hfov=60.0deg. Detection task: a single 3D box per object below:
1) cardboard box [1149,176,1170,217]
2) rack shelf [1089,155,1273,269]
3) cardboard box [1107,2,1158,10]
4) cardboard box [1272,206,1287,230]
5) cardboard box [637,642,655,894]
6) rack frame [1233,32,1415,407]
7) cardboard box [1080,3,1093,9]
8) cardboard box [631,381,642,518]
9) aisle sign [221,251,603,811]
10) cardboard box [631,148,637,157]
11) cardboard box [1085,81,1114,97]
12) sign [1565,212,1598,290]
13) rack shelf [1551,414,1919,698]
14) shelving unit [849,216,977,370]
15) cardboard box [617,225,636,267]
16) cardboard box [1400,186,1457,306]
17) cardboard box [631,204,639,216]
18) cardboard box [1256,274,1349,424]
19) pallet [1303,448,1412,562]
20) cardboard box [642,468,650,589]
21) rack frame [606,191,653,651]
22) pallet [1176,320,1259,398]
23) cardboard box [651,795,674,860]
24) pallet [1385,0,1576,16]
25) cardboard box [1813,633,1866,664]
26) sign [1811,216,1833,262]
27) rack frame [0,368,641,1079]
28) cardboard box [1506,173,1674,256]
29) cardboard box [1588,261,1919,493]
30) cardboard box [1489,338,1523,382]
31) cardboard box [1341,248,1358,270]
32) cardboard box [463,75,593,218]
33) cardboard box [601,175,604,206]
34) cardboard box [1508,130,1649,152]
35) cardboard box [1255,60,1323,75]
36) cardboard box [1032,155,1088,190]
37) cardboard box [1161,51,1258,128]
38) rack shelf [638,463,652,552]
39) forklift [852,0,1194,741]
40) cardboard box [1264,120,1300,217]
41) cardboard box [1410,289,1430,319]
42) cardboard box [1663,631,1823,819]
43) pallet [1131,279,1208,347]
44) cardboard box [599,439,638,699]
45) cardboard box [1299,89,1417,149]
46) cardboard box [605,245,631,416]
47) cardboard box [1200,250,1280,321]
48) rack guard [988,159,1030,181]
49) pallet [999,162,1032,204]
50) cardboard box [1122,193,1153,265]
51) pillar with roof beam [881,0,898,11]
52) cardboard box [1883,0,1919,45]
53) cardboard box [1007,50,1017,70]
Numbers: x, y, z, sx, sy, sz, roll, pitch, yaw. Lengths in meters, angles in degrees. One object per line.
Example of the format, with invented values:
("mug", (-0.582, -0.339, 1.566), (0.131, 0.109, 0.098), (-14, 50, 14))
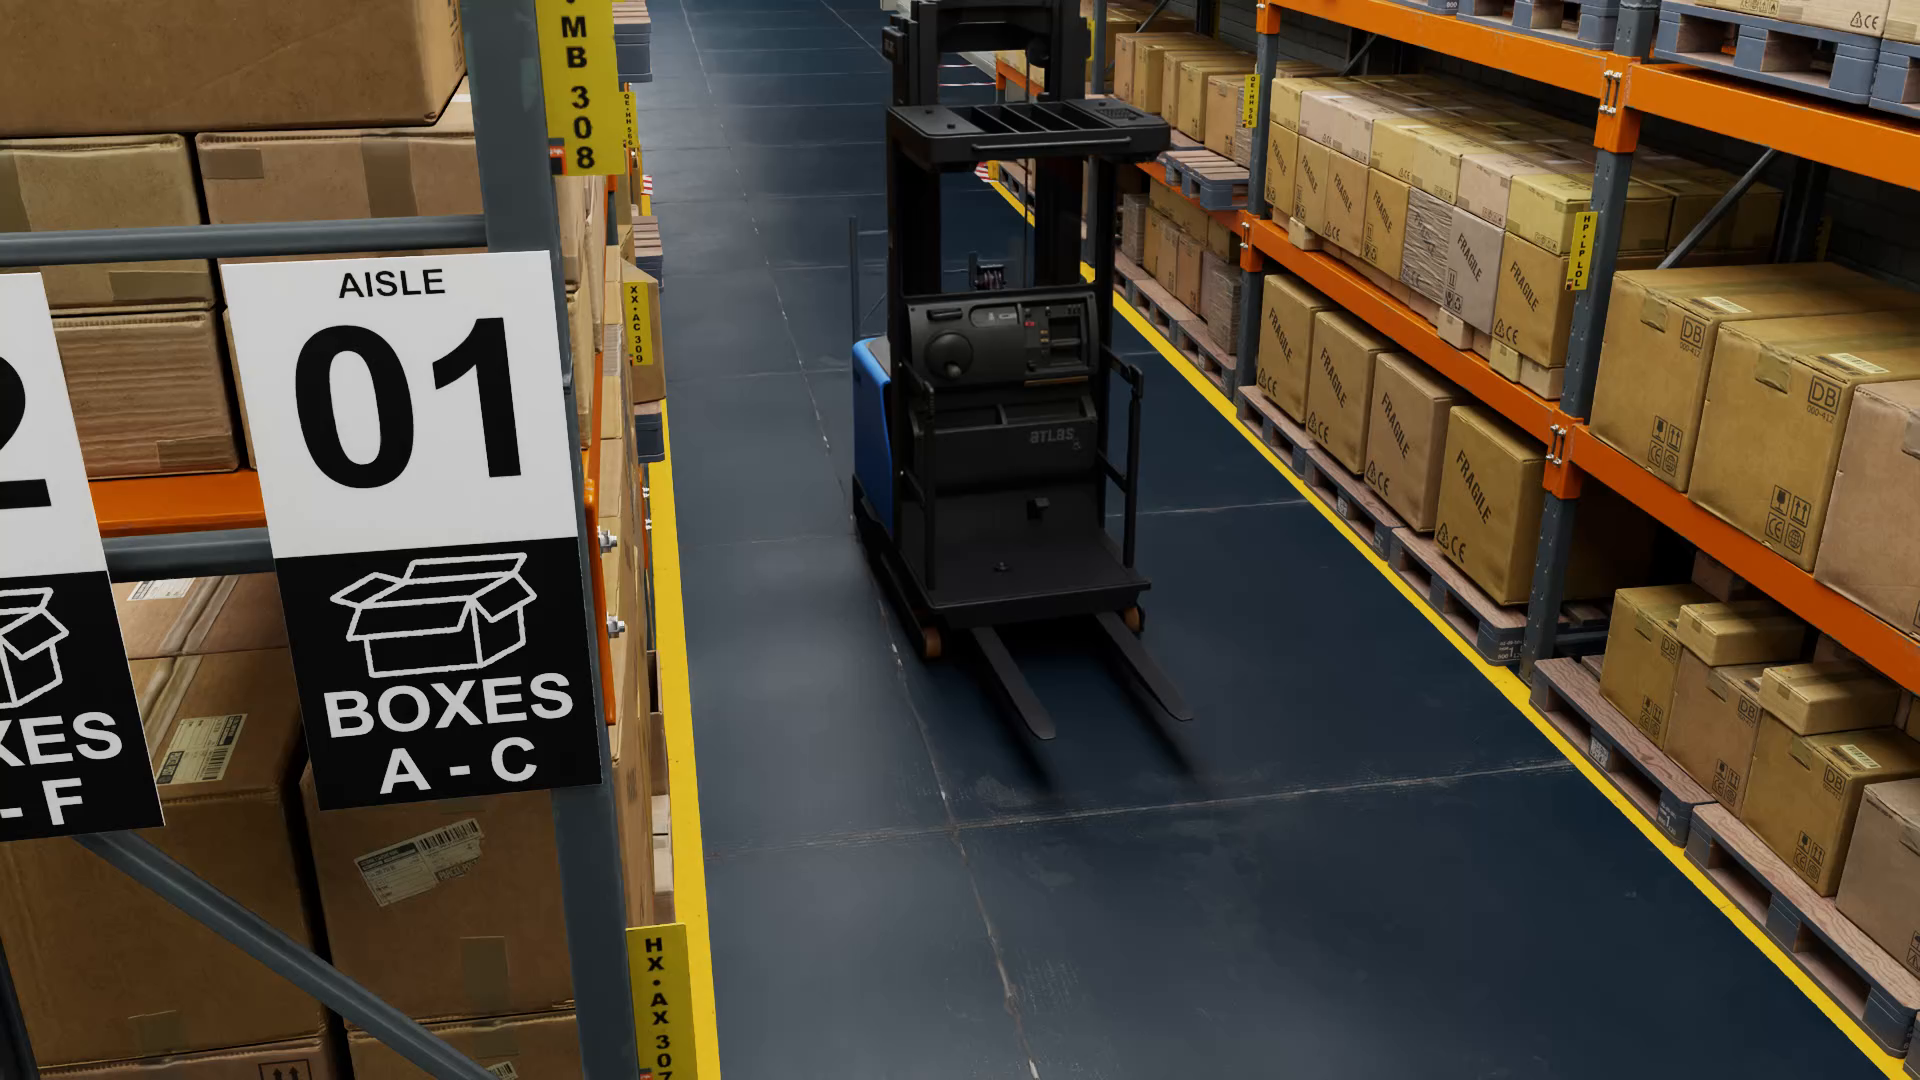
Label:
("cardboard box", (1.870, -2.832, 13.623), (0.500, 0.250, 0.500), (-5, 24, -11))
("rack shelf", (2.002, -2.777, 12.759), (1.077, 0.370, 4.000), (-4, 24, -10))
("cardboard box", (1.572, -4.778, 15.667), (0.500, 0.500, 0.500), (-4, 24, -8))
("cardboard box", (2.205, -2.067, 10.525), (0.380, 0.149, 0.250), (-5, 24, -11))
("cardboard box", (-1.030, 0.555, 4.107), (0.500, 0.500, 0.500), (-4, 24, -10))
("rack frame", (2.372, -2.320, 10.814), (1.000, 3.000, 0.127), (-4, 24, -10))
("cardboard box", (1.061, -4.735, 15.570), (0.500, 0.500, 0.500), (-5, 24, -11))
("cardboard box", (-1.411, -0.247, 5.942), (0.500, 0.500, 0.500), (-4, 24, -9))
("aisle sign", (-0.715, 0.009, 2.234), (0.394, 0.787, 0.004), (-4, 24, -10))
("cardboard box", (-3.113, -3.203, 14.810), (0.500, 0.500, 0.500), (-4, 24, -10))
("cardboard box", (1.247, -3.998, 14.818), (0.500, 0.250, 0.500), (-4, 24, -10))
("sign", (2.580, -1.197, 6.895), (0.100, 0.325, 0.005), (-4, 24, -10))
("rack shelf", (3.482, 0.370, 5.554), (1.077, 0.370, 4.000), (-4, 24, -10))
("shelving unit", (-0.285, -1.070, 9.827), (0.538, 1.500, 1.048), (-6, 24, -14))
("cardboard box", (-1.813, -1.085, 7.338), (0.700, 0.500, 0.500), (-1, 24, -1))
("cardboard box", (2.590, -1.499, 8.413), (0.500, 0.500, 0.500), (-4, 24, -10))
("cardboard box", (-2.878, -2.577, 13.612), (0.500, 0.311, 0.500), (-4, 24, -10))
("cardboard box", (2.379, -1.228, 10.476), (0.750, 0.750, 0.750), (-5, 24, -10))
("pallet", (2.666, -0.248, 9.553), (1.003, 0.211, 1.213), (-4, 24, -10))
("cardboard box", (-1.800, -0.049, 8.188), (0.500, 0.500, 0.500), (-4, 24, -9))
("rack frame", (-1.756, -0.379, 6.369), (1.000, 3.000, 0.127), (-4, 24, -10))
("pallet", (2.229, -1.350, 12.076), (1.003, 0.211, 1.213), (-4, 24, -10))
("cardboard box", (-1.243, 1.073, 6.059), (0.380, 0.149, 0.250), (-4, 24, -10))
("pallet", (2.753, -2.919, 8.674), (1.003, 0.211, 1.213), (-3, 24, -7))
("cardboard box", (3.466, 0.450, 6.260), (0.380, 0.149, 0.250), (-5, 24, -11))
("sign", (3.657, -1.221, 7.118), (0.100, 0.325, 0.005), (-4, 24, -10))
("rack frame", (-1.016, 1.195, 2.766), (1.000, 3.000, 0.127), (-4, 24, -10))
("cardboard box", (2.774, -1.446, 7.355), (0.500, 0.250, 0.500), (-4, 24, -8))
("cardboard box", (3.196, -0.669, 6.660), (0.980, 0.700, 0.700), (-4, 24, -9))
("cardboard box", (2.701, -0.850, 7.738), (0.380, 0.149, 0.250), (-4, 24, -9))
("cardboard box", (2.434, -1.666, 9.605), (0.380, 0.149, 0.250), (-4, 24, -9))
("cardboard box", (-0.941, -0.759, 3.054), (0.500, 0.250, 0.500), (-4, 24, -10))
("cardboard box", (-1.134, -0.922, 4.054), (0.500, 0.250, 0.500), (-4, 24, -10))
("cardboard box", (3.082, -1.884, 8.357), (0.500, 0.250, 0.500), (-5, 24, -12))
("cardboard box", (2.205, -3.124, 11.169), (0.380, 0.149, 0.250), (-8, 25, -19))
("cardboard box", (1.124, -3.727, 16.610), (0.700, 0.500, 0.500), (-6, 24, -13))
("cardboard box", (1.942, -3.461, 12.752), (0.700, 0.500, 0.500), (-1, 24, -2))
("rack shelf", (-2.126, -0.836, 8.314), (1.077, 0.370, 4.000), (-4, 24, -10))
("forklift", (0.268, -0.940, 7.741), (1.130, 2.935, 3.031), (-6, 24, -14))
("cardboard box", (2.210, -2.301, 10.250), (0.500, 0.500, 0.500), (-4, 24, -8))
("cardboard box", (2.579, -1.256, 8.666), (0.380, 0.149, 0.250), (-5, 24, -11))
("cardboard box", (3.239, 0.706, 6.484), (0.700, 0.500, 0.500), (-5, 24, -10))
("pallet", (2.007, -1.828, 13.173), (1.003, 0.211, 1.213), (-4, 24, -10))
("cardboard box", (-1.031, 0.095, 3.912), (0.500, 0.500, 0.500), (-4, 24, -9))
("cardboard box", (2.303, -2.446, 9.644), (0.500, 0.250, 0.500), (-5, 24, -10))
("cardboard box", (-1.408, -0.703, 5.737), (0.500, 0.500, 0.500), (-4, 24, -9))
("cardboard box", (2.207, -1.867, 12.350), (0.700, 0.500, 0.500), (-4, 24, -10))
("rack guard", (0.907, -4.291, 18.451), (1.175, 0.500, 0.348), (-4, 24, -10))
("pallet", (1.022, -3.837, 17.771), (1.003, 0.211, 1.213), (-4, 24, -10))
("cardboard box", (1.785, -2.661, 14.169), (0.700, 0.500, 0.500), (-3, 24, -8))
("pillar with roof beam", (-5.687, -14.766, 31.816), (9.100, 9.000, 0.400), (-4, 24, -10))
("cardboard box", (3.163, -1.597, 4.948), (0.500, 0.250, 0.500), (-5, 24, -11))
("cardboard box", (0.781, -4.988, 17.086), (0.500, 0.250, 0.500), (-5, 24, -11))
